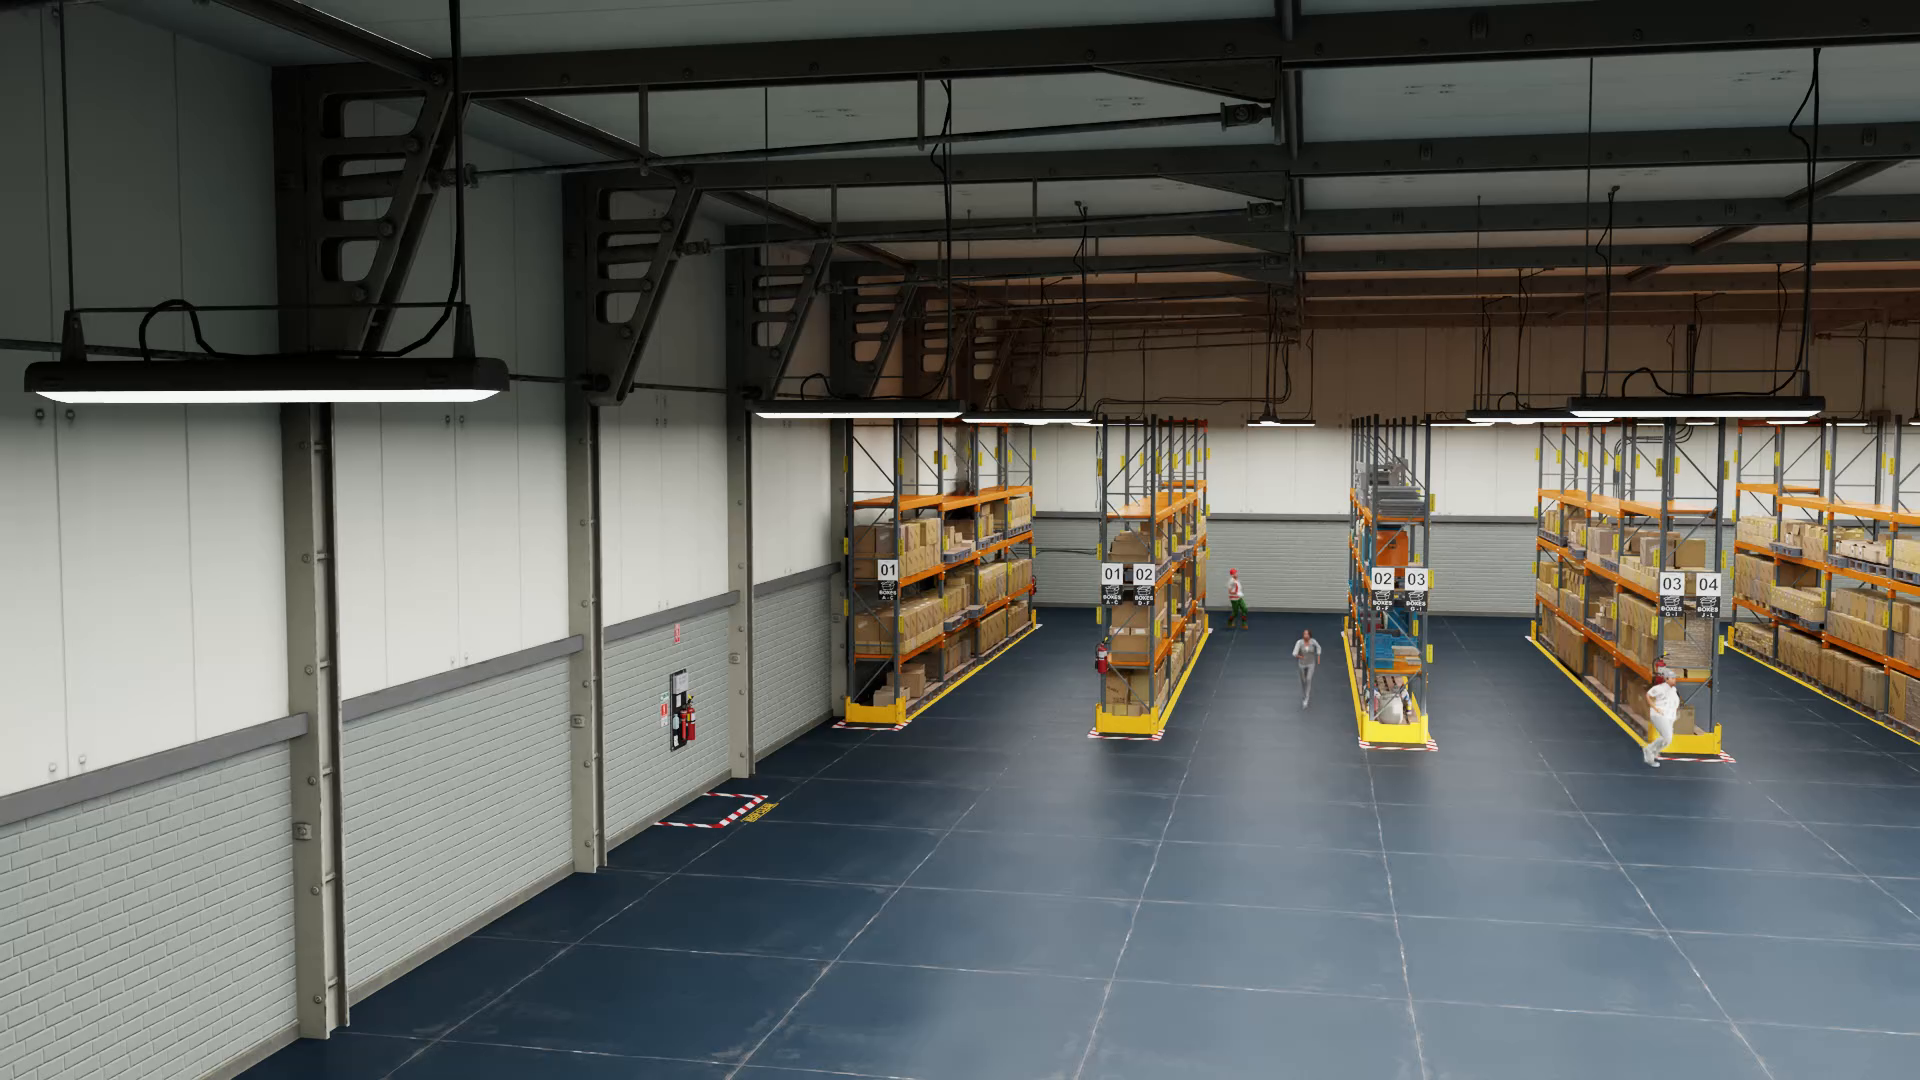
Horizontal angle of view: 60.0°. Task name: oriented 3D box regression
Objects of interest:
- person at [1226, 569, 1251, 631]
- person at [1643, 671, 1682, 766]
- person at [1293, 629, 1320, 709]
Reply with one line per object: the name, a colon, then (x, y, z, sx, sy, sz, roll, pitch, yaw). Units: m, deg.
person: (7.863, 1.693, 47.380, 0.785, 1.772, 0.660, 3, 5, 35)
person: (11.974, 3.033, 28.283, 0.621, 1.616, 0.533, -3, 5, -35)
person: (7.177, 2.633, 34.449, 0.560, 1.613, 0.901, 1, 4, 12)
